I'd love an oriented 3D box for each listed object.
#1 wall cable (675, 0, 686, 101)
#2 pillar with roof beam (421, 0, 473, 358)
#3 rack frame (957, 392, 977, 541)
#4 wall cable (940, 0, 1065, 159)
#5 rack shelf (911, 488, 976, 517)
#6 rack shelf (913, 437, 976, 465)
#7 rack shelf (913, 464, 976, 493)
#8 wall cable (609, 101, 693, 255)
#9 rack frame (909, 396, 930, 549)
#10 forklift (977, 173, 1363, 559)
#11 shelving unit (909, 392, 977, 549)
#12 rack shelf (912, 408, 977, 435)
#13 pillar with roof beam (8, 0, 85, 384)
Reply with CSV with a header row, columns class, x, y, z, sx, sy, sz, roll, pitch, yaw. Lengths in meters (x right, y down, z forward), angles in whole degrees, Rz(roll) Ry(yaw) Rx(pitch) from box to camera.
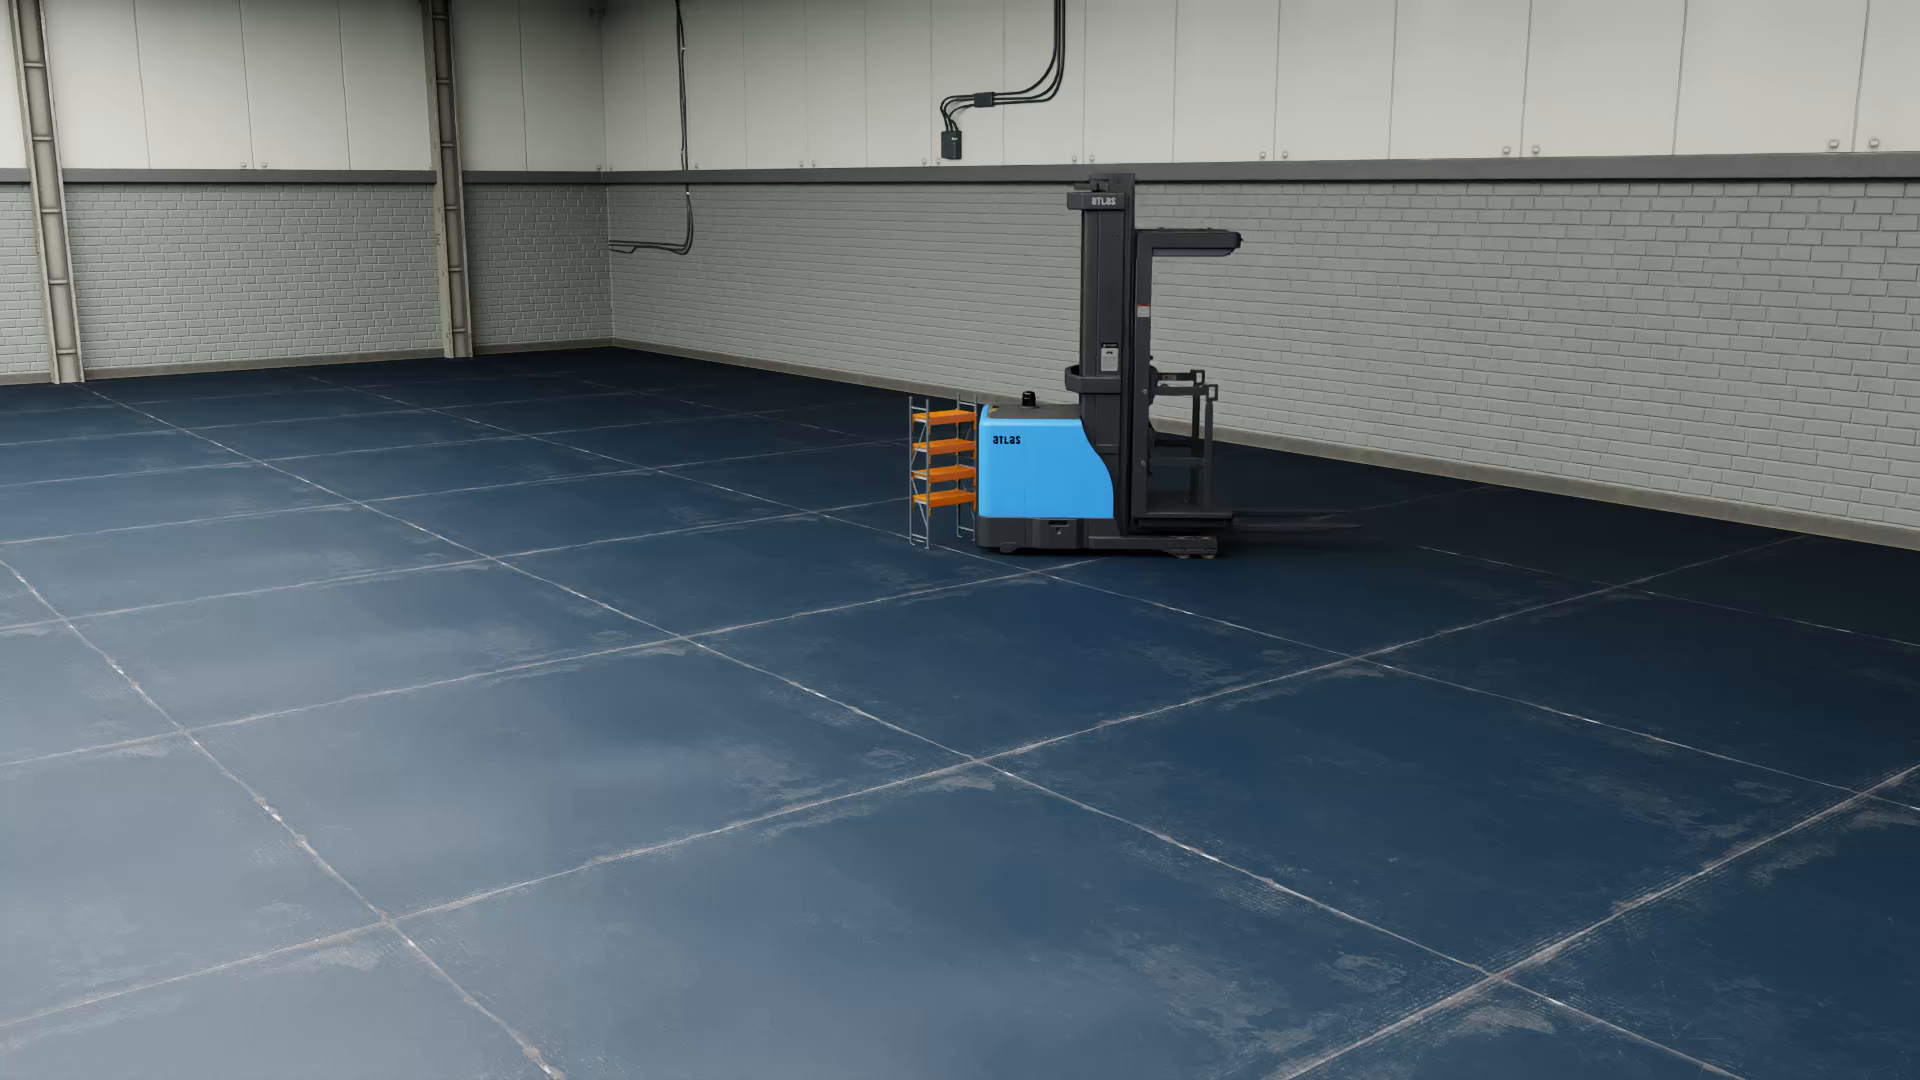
class,x,y,z,sx,sy,sz,roll,pitch,yaw
wall cable,-3.730,-8.206,25.924,0.112,2.526,3.097,-9,15,-38
pillar with roof beam,-5.857,-6.827,24.114,0.400,9.000,9.100,-9,15,-38
rack frame,0.057,-0.598,13.553,0.015,1.200,0.240,-9,15,-38
wall cable,0.498,-7.814,20.578,0.169,6.003,2.305,-9,15,-38
rack shelf,-0.134,-0.306,13.459,0.480,0.148,0.258,-9,15,-38
rack shelf,-0.133,-0.719,13.370,0.480,0.148,0.258,-9,15,-38
rack shelf,-0.133,-0.500,13.417,0.480,0.148,0.258,-9,15,-38
wall cable,-5.420,-6.174,28.515,0.112,2.526,3.097,-9,15,-38
rack frame,-0.323,-0.534,13.253,0.015,1.200,0.240,-9,15,-38
forklift,1.666,-1.402,13.175,3.031,2.935,1.130,1,12,2
shelving unit,-0.133,-0.566,13.403,0.503,1.200,0.258,-9,15,-38
rack shelf,-0.133,-0.950,13.321,0.480,0.148,0.258,-9,15,-38
pillar with roof beam,-10.542,-6.048,20.447,0.400,9.000,9.100,-9,15,-38
